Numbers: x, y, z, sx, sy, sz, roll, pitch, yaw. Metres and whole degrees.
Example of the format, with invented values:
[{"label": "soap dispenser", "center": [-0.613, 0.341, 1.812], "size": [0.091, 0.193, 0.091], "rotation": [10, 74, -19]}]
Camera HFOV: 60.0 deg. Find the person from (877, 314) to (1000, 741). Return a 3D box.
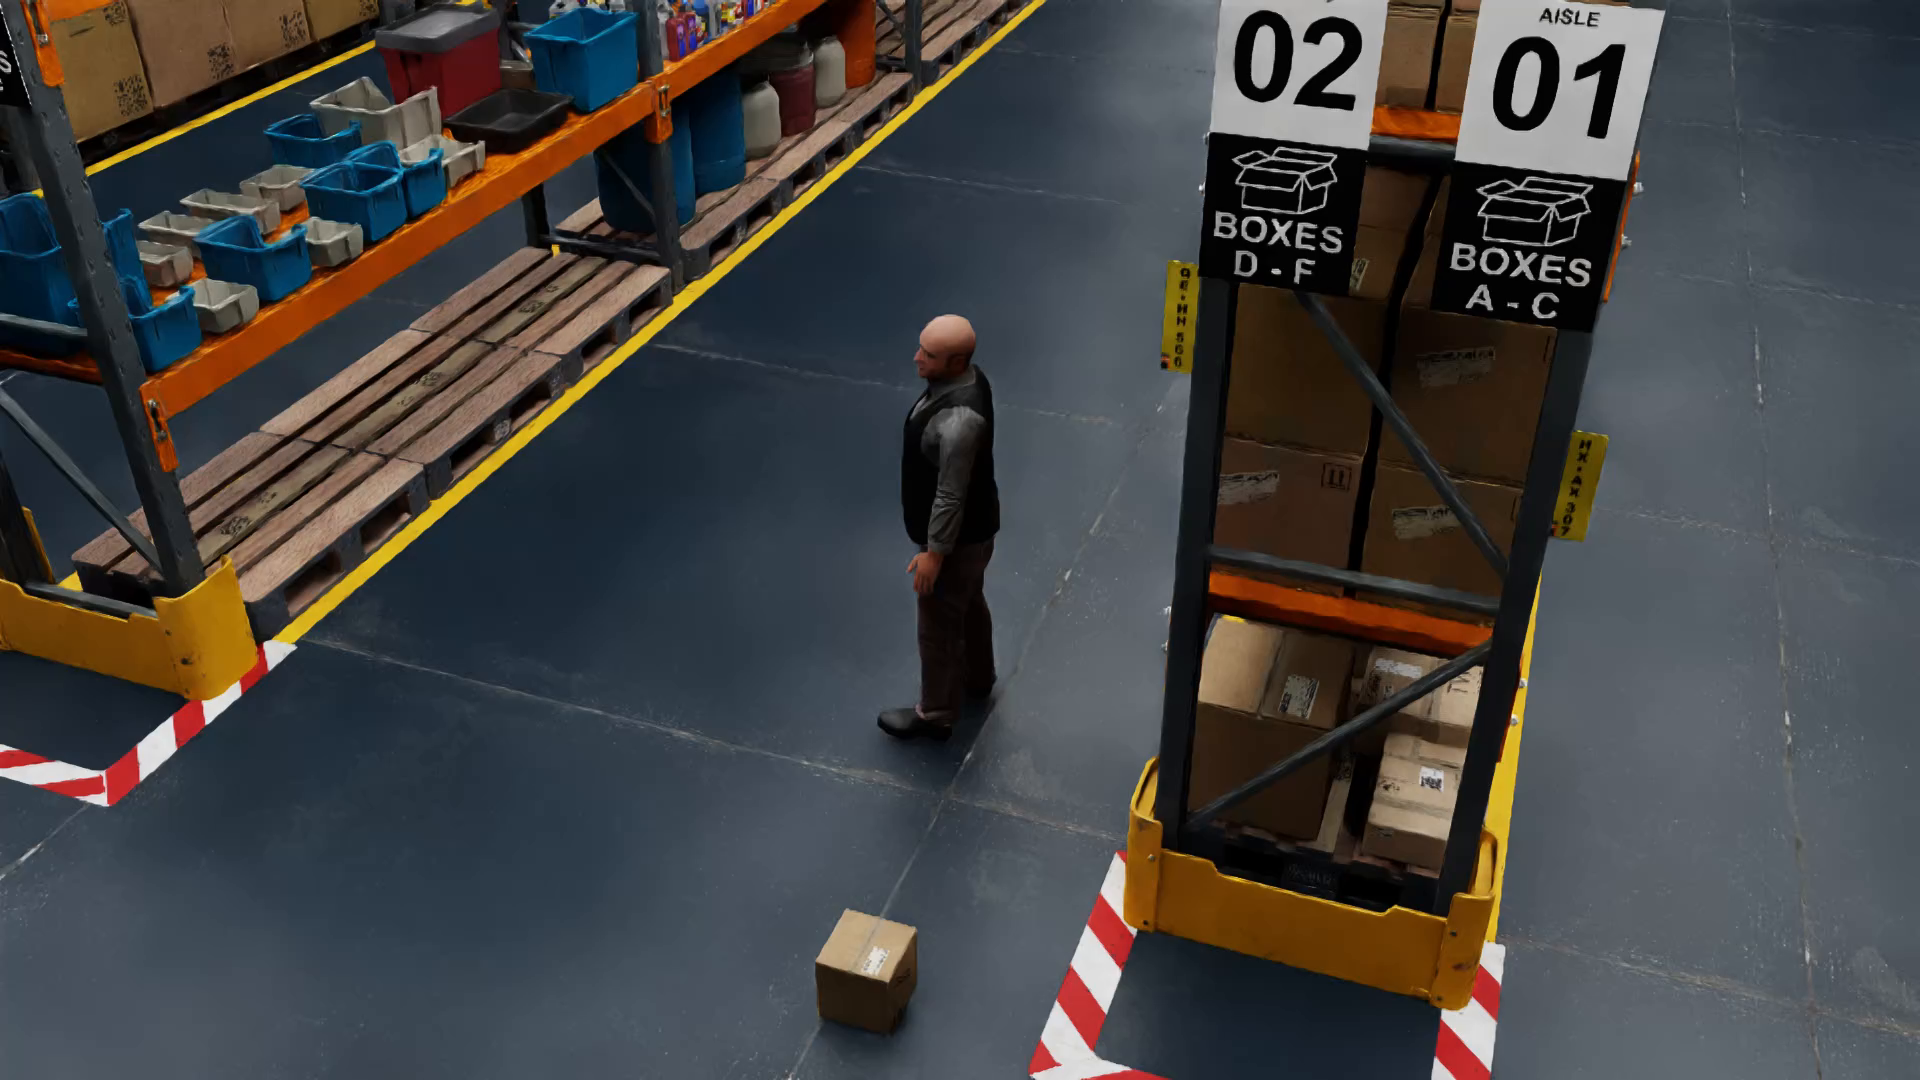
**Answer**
[{"label": "person", "center": [-0.088, -0.045, 6.180], "size": [0.463, 1.730, 0.588], "rotation": [1, 33, 2]}]
